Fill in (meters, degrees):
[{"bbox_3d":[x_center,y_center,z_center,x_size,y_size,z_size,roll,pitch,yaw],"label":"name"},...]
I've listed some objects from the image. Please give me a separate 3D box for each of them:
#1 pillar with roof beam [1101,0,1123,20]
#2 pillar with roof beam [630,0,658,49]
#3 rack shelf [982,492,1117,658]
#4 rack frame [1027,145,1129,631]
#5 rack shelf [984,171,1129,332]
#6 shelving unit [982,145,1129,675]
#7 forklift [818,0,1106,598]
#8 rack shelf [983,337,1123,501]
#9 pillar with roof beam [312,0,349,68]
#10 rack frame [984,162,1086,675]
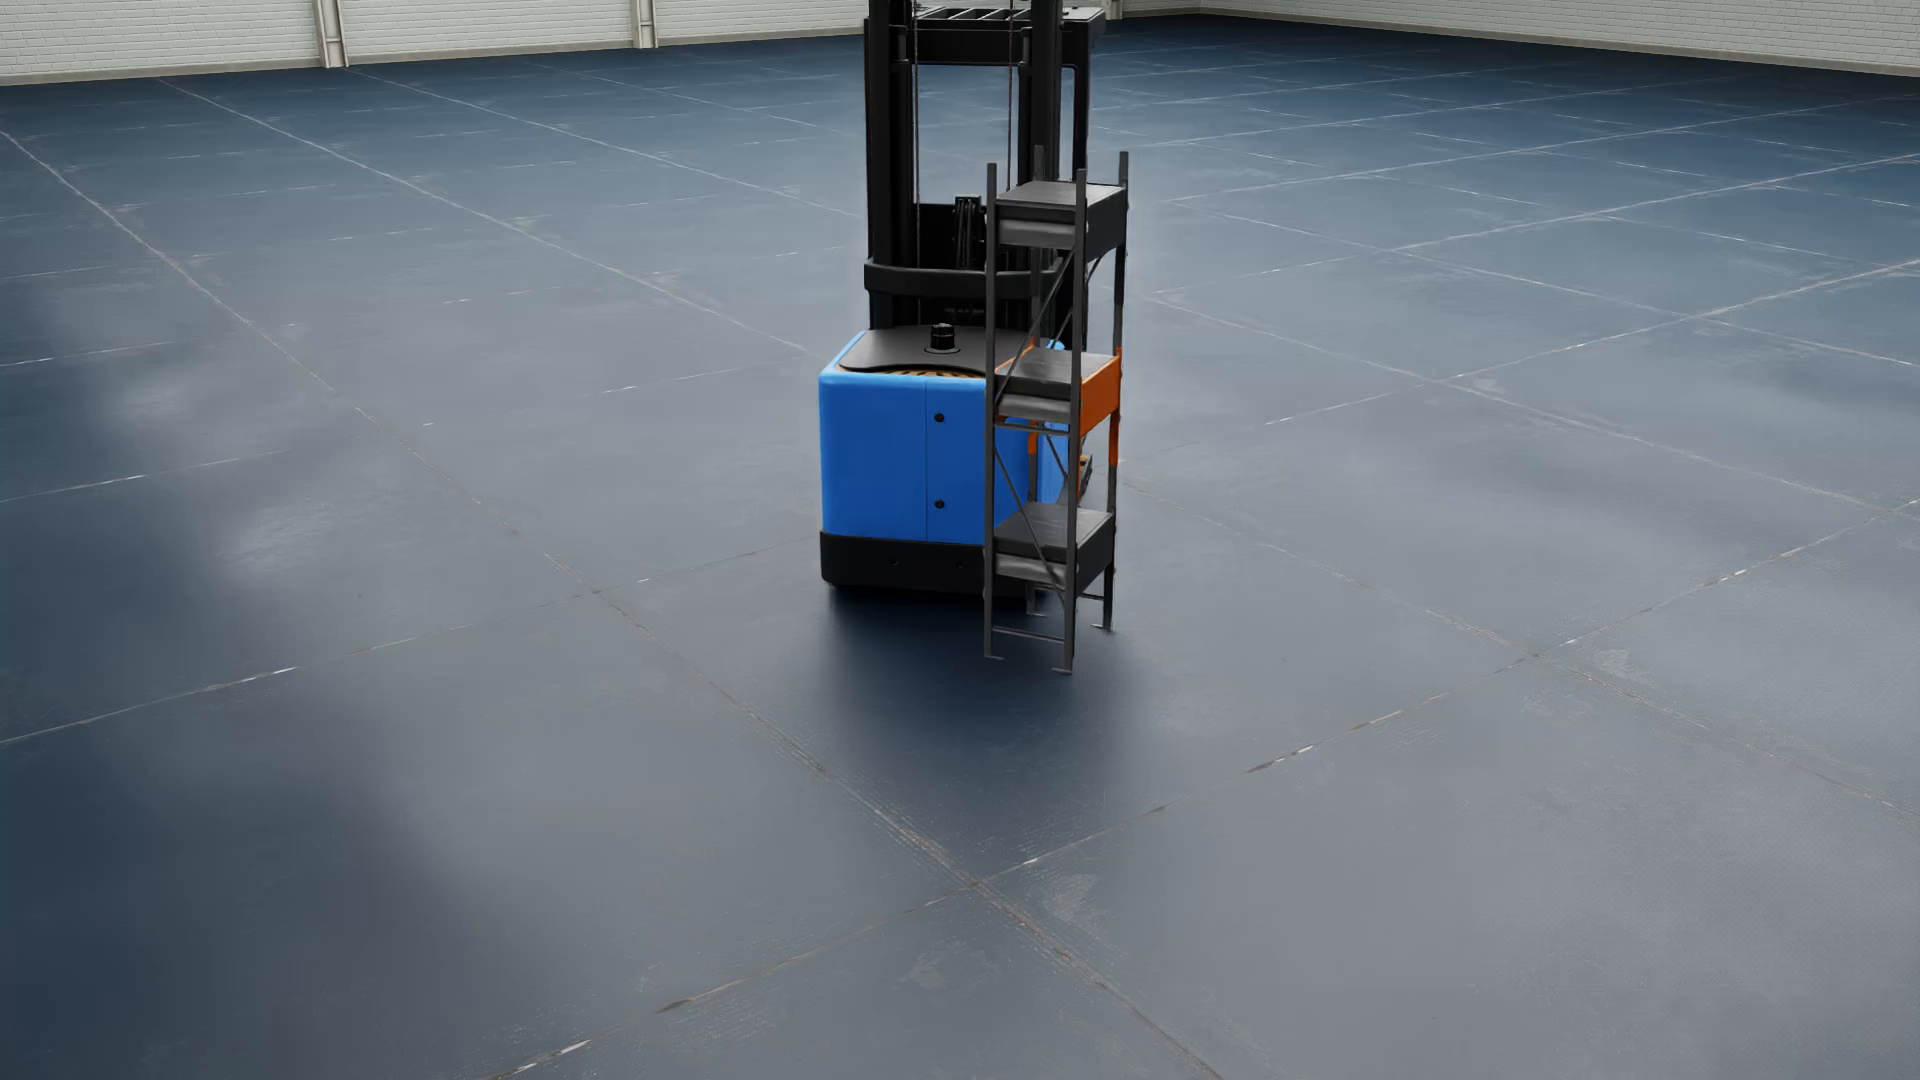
[{"bbox_3d":[6.084,-15.148,34.231,0.400,9.000,9.100,-15,26,-33],"label":"pillar with roof beam"},{"bbox_3d":[-3.657,-12.550,27.722,0.400,9.000,9.100,-15,26,-33],"label":"pillar with roof beam"},{"bbox_3d":[0.388,0.140,7.153,0.431,0.518,0.480,9,24,22],"label":"rack shelf"},{"bbox_3d":[0.488,-0.605,7.095,0.400,2.100,0.015,9,24,22],"label":"rack frame"},{"bbox_3d":[0.388,-1.160,6.634,0.431,0.518,0.480,9,24,22],"label":"rack shelf"},{"bbox_3d":[0.388,-0.522,6.889,0.431,2.100,0.503,9,24,22],"label":"shelving unit"},{"bbox_3d":[0.127,-1.612,8.498,1.130,2.935,3.031,4,22,10],"label":"forklift"},{"bbox_3d":[0.388,-0.510,6.894,0.431,0.518,0.480,9,24,22],"label":"rack shelf"},{"bbox_3d":[-8.528,-11.252,24.468,0.400,9.000,9.100,-15,26,-33],"label":"pillar with roof beam"},{"bbox_3d":[0.288,-0.440,6.682,0.400,2.100,0.015,9,24,22],"label":"rack frame"}]
